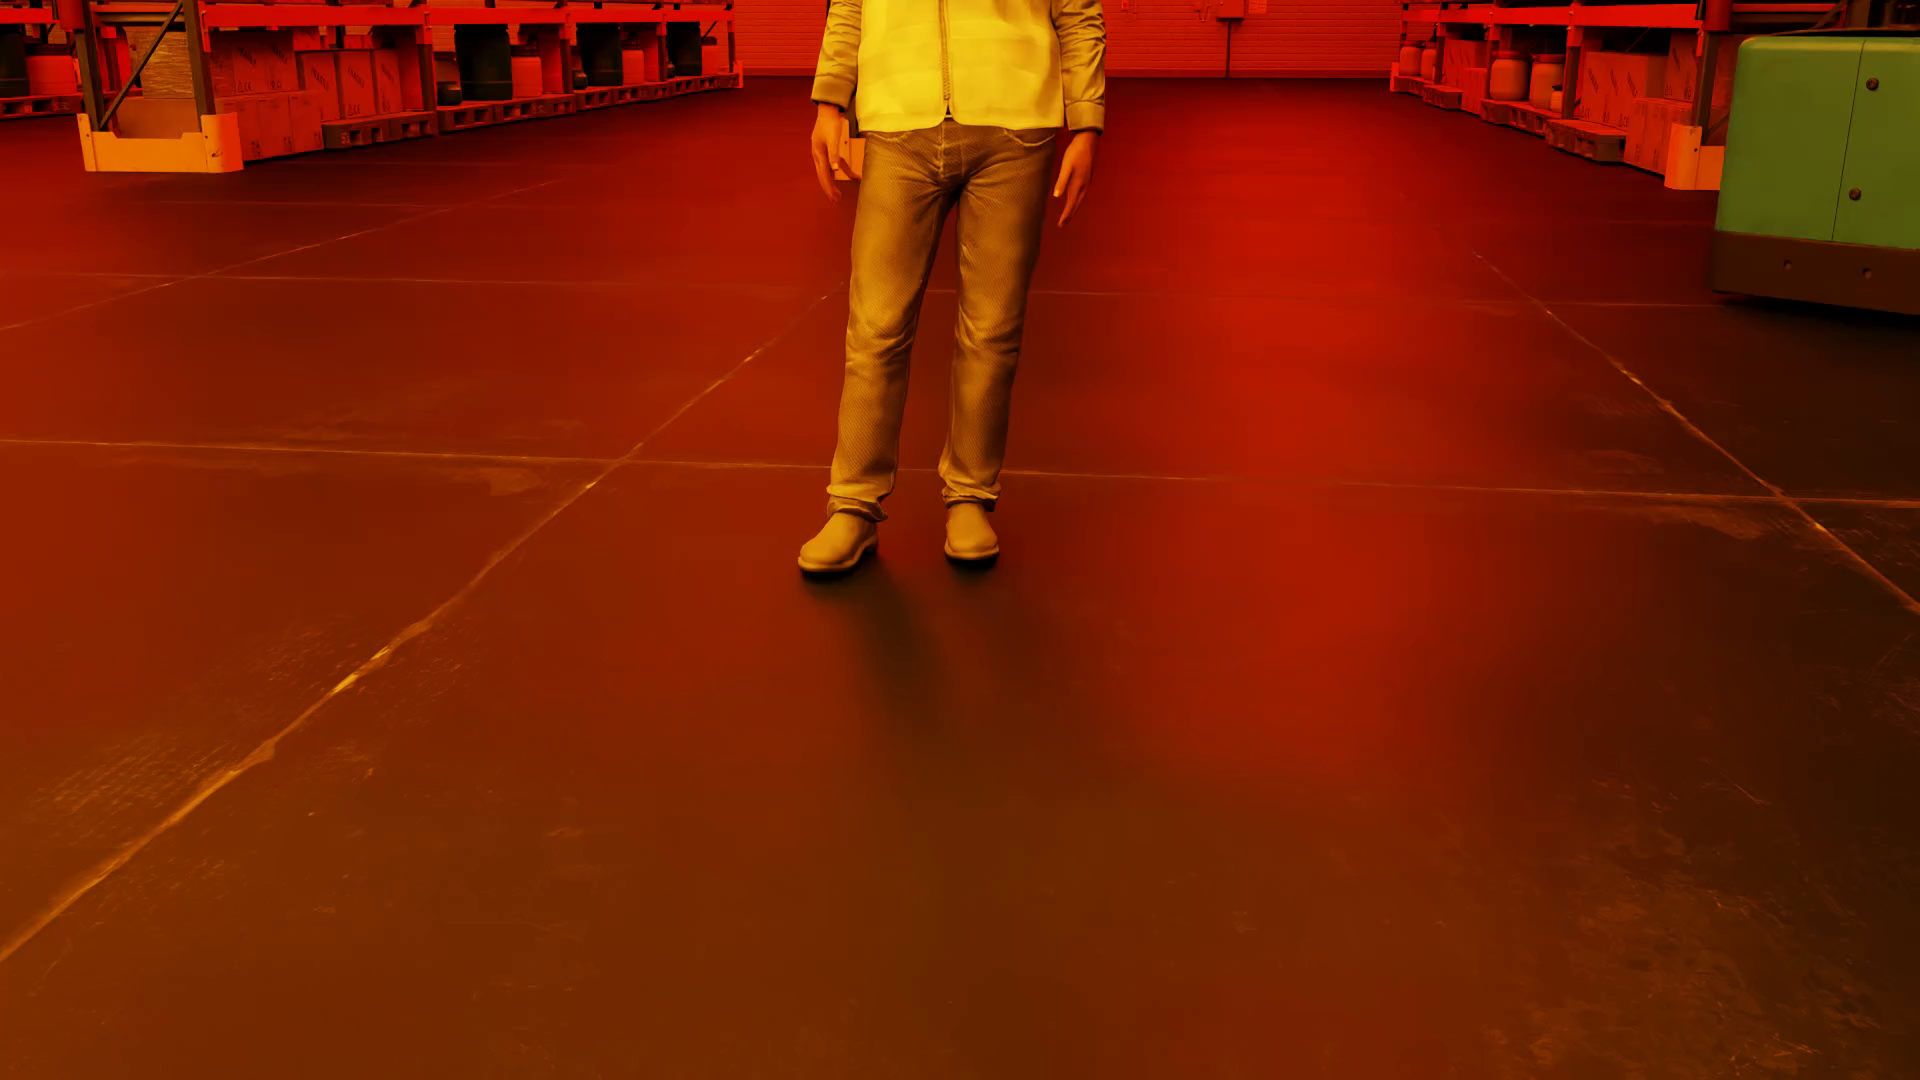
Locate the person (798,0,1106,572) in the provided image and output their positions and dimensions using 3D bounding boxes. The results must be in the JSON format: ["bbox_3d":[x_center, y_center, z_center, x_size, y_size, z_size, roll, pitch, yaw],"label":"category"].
[{"bbox_3d":[-0.016,-0.835,3.500,0.632,1.773,0.568,2,18,7],"label":"person"}]

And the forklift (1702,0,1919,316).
[{"bbox_3d":[4.548,-2.546,7.029,3.031,2.935,1.130,-14,22,-37],"label":"forklift"}]
